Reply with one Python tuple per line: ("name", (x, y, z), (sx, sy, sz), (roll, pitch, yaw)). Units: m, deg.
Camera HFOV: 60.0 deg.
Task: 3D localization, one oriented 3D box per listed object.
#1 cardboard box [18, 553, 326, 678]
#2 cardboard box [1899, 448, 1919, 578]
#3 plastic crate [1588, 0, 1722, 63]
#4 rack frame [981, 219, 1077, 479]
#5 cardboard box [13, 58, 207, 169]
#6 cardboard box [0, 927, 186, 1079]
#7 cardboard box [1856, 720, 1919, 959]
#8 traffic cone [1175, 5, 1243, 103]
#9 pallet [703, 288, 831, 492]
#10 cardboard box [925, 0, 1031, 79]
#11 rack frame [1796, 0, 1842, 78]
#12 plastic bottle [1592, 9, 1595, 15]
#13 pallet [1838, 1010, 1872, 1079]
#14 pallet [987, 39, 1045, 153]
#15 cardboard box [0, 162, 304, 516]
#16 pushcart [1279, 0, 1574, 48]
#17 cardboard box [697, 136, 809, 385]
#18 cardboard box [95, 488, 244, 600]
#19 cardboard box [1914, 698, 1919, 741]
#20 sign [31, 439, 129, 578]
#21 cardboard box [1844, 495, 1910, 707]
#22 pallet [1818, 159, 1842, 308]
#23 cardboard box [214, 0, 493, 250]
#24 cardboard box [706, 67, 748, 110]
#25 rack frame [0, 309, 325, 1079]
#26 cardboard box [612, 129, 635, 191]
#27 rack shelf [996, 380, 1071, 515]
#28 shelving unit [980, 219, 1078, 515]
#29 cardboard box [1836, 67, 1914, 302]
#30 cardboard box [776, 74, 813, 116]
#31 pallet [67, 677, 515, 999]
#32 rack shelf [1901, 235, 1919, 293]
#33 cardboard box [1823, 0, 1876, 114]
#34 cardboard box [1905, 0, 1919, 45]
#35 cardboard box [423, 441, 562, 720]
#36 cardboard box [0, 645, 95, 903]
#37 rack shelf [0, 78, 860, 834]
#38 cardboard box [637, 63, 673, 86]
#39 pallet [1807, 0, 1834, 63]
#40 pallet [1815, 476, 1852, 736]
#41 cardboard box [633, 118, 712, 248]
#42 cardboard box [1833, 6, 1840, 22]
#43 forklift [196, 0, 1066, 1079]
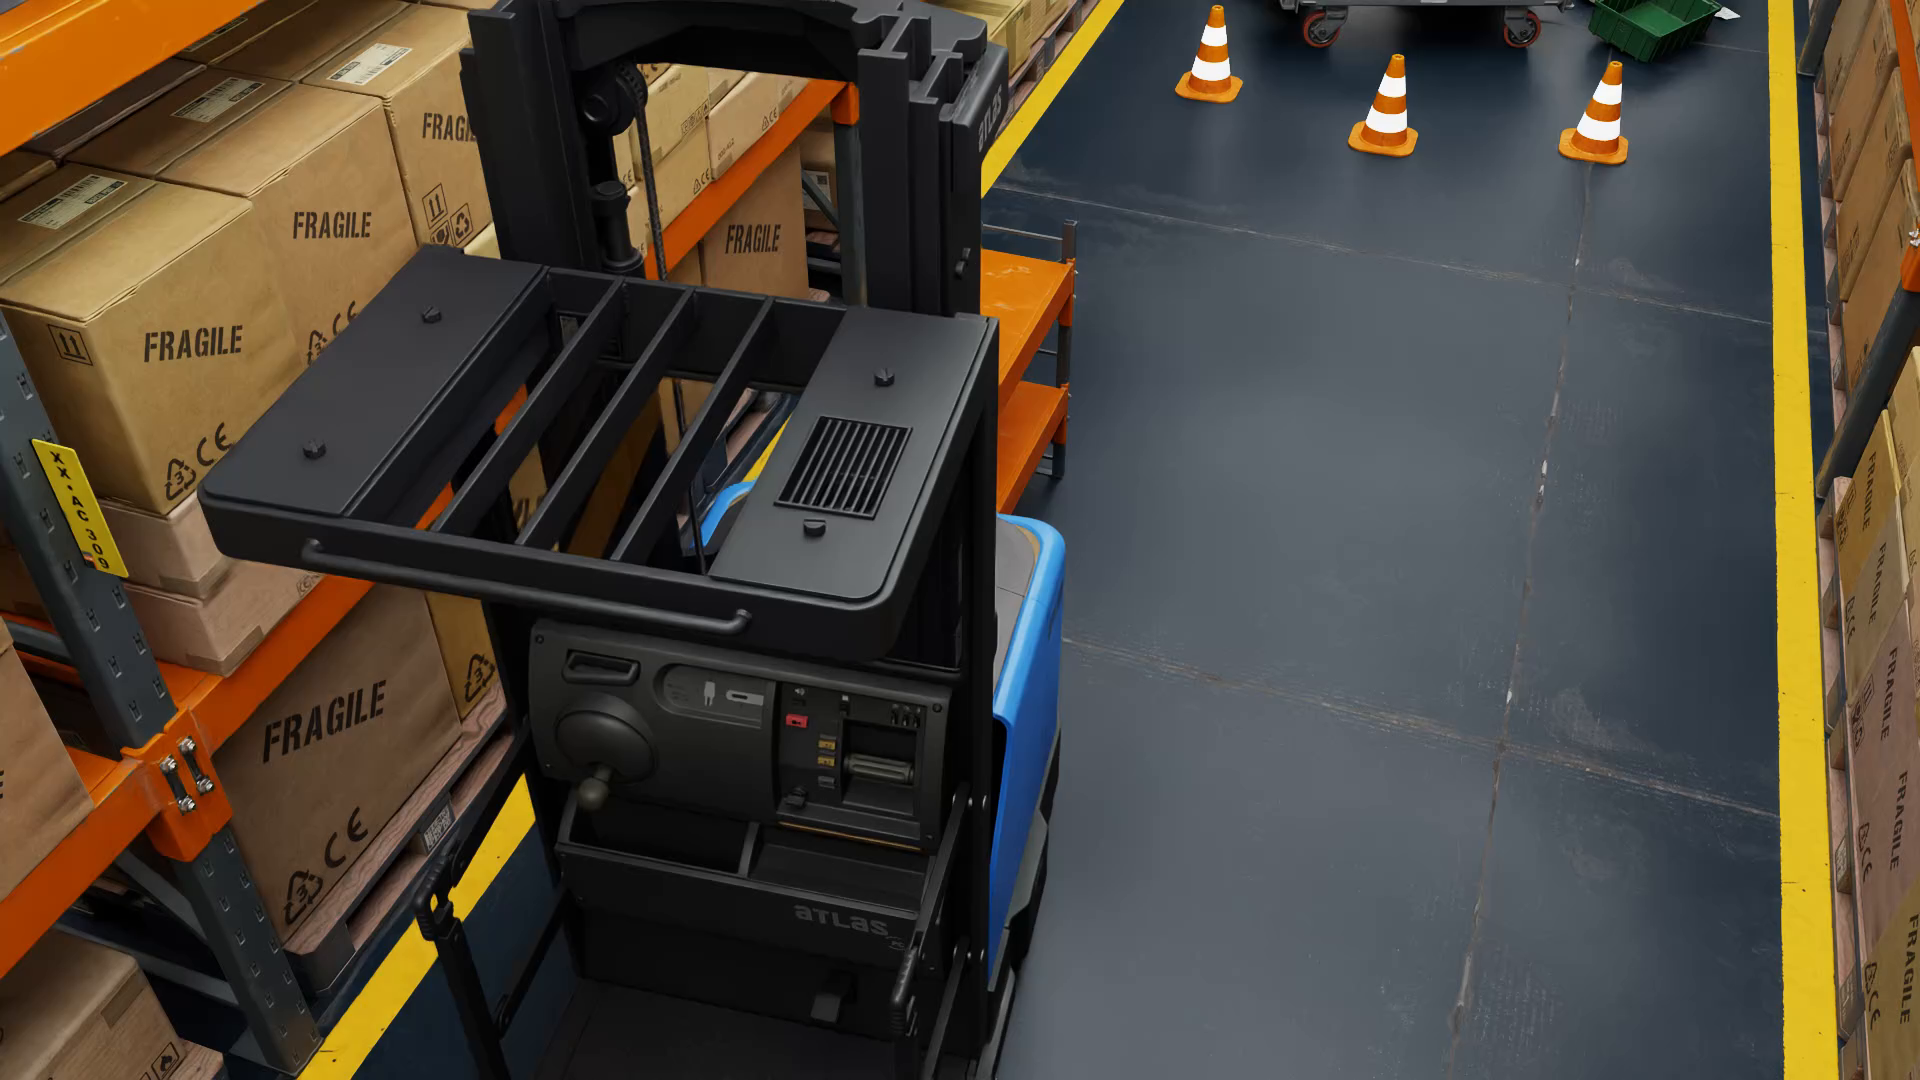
("cardboard box", (-1.856, 0.026, 4.024), (0.500, 0.250, 0.500), (12, 42, 14))
("cardboard box", (3.163, -0.042, 5.013), (0.500, 0.250, 0.500), (13, 42, 15))
("plastic crate", (3.996, -3.013, 9.592), (0.662, 0.188, 0.450), (-29, 58, -29))
("rack frame", (0.172, -0.734, 6.243), (0.500, 1.125, 0.032), (13, 42, 15))
("cardboard box", (-2.168, -0.885, 4.129), (0.500, 0.500, 0.500), (14, 42, 16))
("cardboard box", (-2.570, 1.353, 4.004), (0.875, 0.438, 0.875), (13, 42, 14))
("cardboard box", (2.803, 0.875, 4.516), (0.500, 0.500, 0.500), (12, 42, 14))
("traffic cone", (1.373, -2.668, 9.021), (0.336, 0.463, 0.334), (13, 42, 15))
("pallet", (-1.227, -0.736, 6.950), (1.003, 0.211, 1.213), (13, 42, 15))
("cardboard box", (-0.175, -2.676, 8.777), (0.950, 0.372, 0.625), (15, 43, 17))
("rack frame", (5.167, -3.664, 8.233), (1.000, 3.000, 0.127), (13, 42, 15))
("plastic bottle", (3.844, -3.049, 9.777), (0.133, 0.061, 0.283), (-7, 41, -8))
("pallet", (2.697, 1.801, 3.976), (1.003, 0.211, 1.213), (13, 42, 15))
("pallet", (-0.199, -2.418, 8.921), (1.003, 0.211, 1.213), (13, 42, 15))
("cardboard box", (-1.834, -0.444, 3.612), (0.500, 0.500, 0.500), (14, 42, 16))
("pushcart", (2.641, -3.227, 9.742), (1.648, 0.377, 0.936), (0, 40, 0))
("cardboard box", (-1.201, -1.210, 6.670), (0.875, 0.875, 0.875), (13, 42, 15))
("cardboard box", (-1.839, -0.160, 3.857), (0.500, 0.250, 0.500), (12, 42, 14))
("cardboard box", (2.805, 0.575, 4.289), (0.500, 0.250, 0.500), (12, 42, 13))
("sign", (-1.732, -0.058, 3.279), (0.100, 0.325, 0.005), (13, 42, 15))
("cardboard box", (3.149, 0.250, 5.249), (0.500, 0.500, 0.500), (14, 42, 16))
("pallet", (4.559, -1.369, 7.692), (1.003, 0.211, 1.213), (13, 42, 15))
("cardboard box", (-1.512, -1.066, 4.341), (0.500, 0.500, 0.500), (12, 42, 14))
("cardboard box", (-0.985, -1.729, 5.695), (0.500, 0.250, 0.500), (12, 42, 14))
("rack frame", (-2.255, 0.179, 3.729), (1.000, 3.000, 0.127), (13, 42, 15))
("cardboard box", (-1.319, -1.095, 4.953), (0.500, 0.250, 0.500), (12, 42, 14))
("rack shelf", (-0.002, -0.238, 6.039), (0.538, 0.278, 1.000), (13, 42, 15))
("shelving unit", (-0.002, -0.424, 5.880), (0.538, 1.125, 1.048), (13, 42, 15))
("cardboard box", (4.388, -1.413, 7.005), (1.050, 0.750, 0.750), (14, 42, 16))
("cardboard box", (-0.816, -1.838, 6.209), (0.500, 0.250, 0.500), (12, 42, 14))
("pallet", (-2.061, 0.752, 5.206), (1.003, 0.211, 1.213), (13, 42, 15))
("rack shelf", (3.116, 0.270, 4.177), (1.077, 0.370, 4.000), (13, 42, 15))
("cardboard box", (5.040, -2.569, 8.360), (1.050, 0.750, 0.750), (13, 42, 15))
("cardboard box", (4.044, -2.205, 6.446), (0.500, 0.500, 0.500), (13, 42, 14))
("cardboard box", (-1.816, -0.121, 5.395), (0.875, 0.875, 0.875), (14, 43, 16))
("cardboard box", (-2.173, 0.480, 3.299), (0.500, 0.500, 0.500), (14, 42, 15))
("rack shelf", (-1.571, -0.767, 5.393), (1.077, 0.370, 4.000), (13, 42, 15))
("cardboard box", (-1.161, -1.690, 5.072), (0.500, 0.500, 0.500), (13, 42, 15))
("pallet", (5.501, -3.049, 9.661), (1.003, 0.211, 1.213), (13, 42, 15))
("pallet", (3.531, 0.313, 5.720), (1.003, 0.211, 1.213), (13, 42, 15))
("cardboard box", (-1.163, -1.219, 5.483), (0.500, 0.250, 0.500), (13, 42, 15))
("cardboard box", (5.448, -3.383, 9.218), (0.875, 0.875, 0.875), (14, 42, 16))
("forklift", (-0.528, 0.509, 3.395), (1.130, 2.935, 3.031), (9, 41, 10))
